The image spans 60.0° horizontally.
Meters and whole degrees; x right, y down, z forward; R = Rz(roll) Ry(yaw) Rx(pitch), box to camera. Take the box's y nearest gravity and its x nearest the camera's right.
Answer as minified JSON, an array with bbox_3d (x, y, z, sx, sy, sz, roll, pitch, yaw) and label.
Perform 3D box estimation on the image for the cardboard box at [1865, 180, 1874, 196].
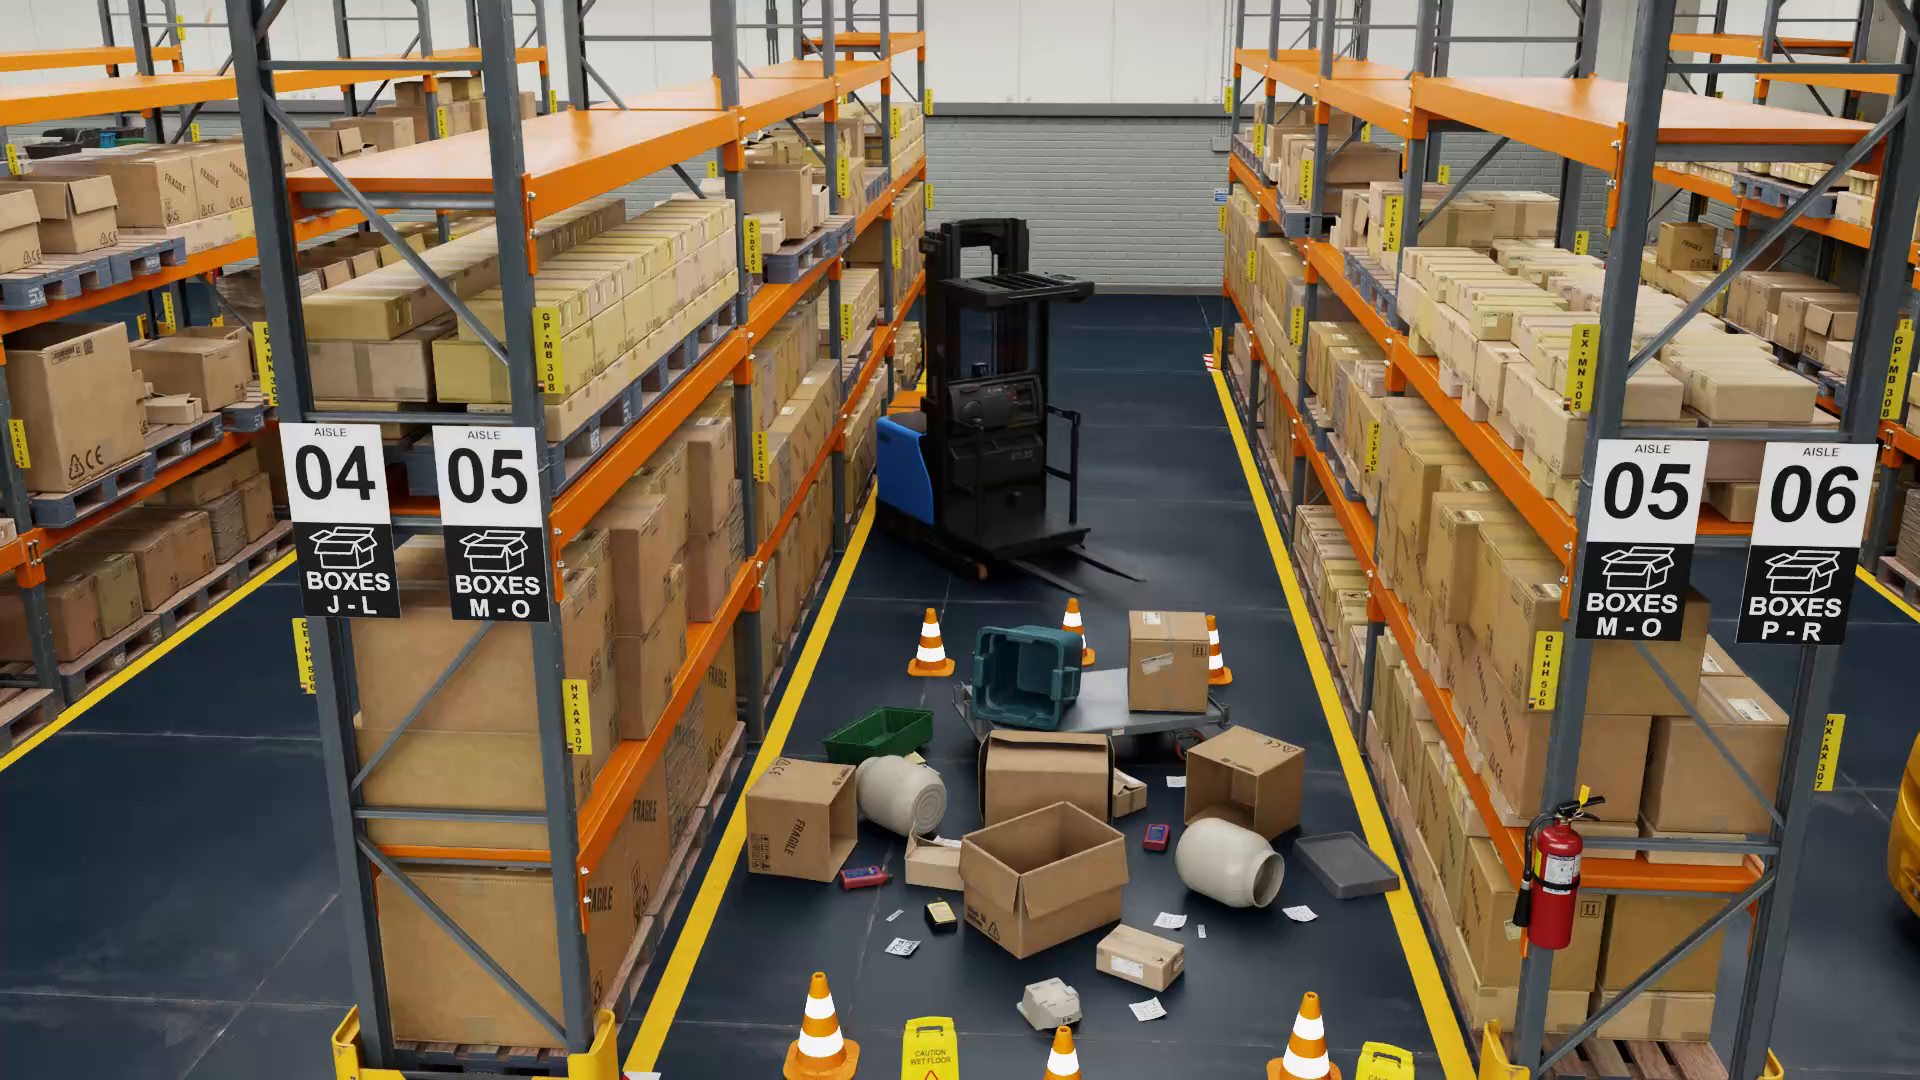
[{"bbox_3d":[8.277,-3.119,14.735,0.380,0.149,0.250,1,18,4],"label":"cardboard box"}]

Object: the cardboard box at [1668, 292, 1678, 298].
[{"bbox_3d":[8.554,-2.851,19.536,0.380,0.149,0.250,1,18,4],"label":"cardboard box"}]

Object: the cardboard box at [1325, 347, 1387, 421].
[{"bbox_3d":[3.092,-1.181,12.723,0.500,0.500,0.500,2,18,5],"label":"cardboard box"}]

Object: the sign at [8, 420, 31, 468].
[{"bbox_3d":[-6.213,-0.634,10.979,0.100,0.325,0.005,1,18,4],"label":"sign"}]

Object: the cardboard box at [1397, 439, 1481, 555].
[{"bbox_3d":[2.760,-0.230,8.891,0.700,0.500,0.500,1,18,3],"label":"cardboard box"}]

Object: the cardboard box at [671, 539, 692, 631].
[{"bbox_3d":[-2.002,0.289,9.309,0.875,0.550,0.550,1,18,4],"label":"cardboard box"}]

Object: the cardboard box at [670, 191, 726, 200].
[{"bbox_3d":[-1.872,-2.428,12.334,0.500,0.311,0.500,1,18,3],"label":"cardboard box"}]

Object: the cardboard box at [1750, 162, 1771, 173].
[{"bbox_3d":[8.183,-3.776,16.708,0.380,0.149,0.250,1,18,5],"label":"cardboard box"}]

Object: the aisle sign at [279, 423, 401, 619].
[{"bbox_3d":[-2.406,-0.068,6.467,0.394,0.787,0.004,1,18,4],"label":"aisle sign"}]

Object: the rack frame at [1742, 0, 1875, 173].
[{"bbox_3d":[8.654,-5.237,16.782,1.000,3.000,0.127,1,18,4],"label":"rack frame"}]

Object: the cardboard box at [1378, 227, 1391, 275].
[{"bbox_3d":[3.068,-1.907,11.002,0.500,0.250,0.500,2,18,5],"label":"cardboard box"}]

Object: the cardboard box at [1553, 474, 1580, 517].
[{"bbox_3d":[2.590,-0.192,6.606,0.380,0.149,0.250,1,18,4],"label":"cardboard box"}]

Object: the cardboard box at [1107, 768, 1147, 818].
[{"bbox_3d":[0.931,1.493,10.268,0.258,0.266,0.396,-13,22,-34],"label":"cardboard box"}]

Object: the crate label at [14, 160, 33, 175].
[{"bbox_3d":[-10.798,-4.274,19.081,0.293,0.136,0.466,1,18,4],"label":"crate label"}]

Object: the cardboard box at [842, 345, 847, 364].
[{"bbox_3d":[-1.256,-1.715,15.395,0.380,0.149,0.250,2,18,7],"label":"cardboard box"}]

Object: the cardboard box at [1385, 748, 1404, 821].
[{"bbox_3d":[2.791,1.439,9.783,0.500,0.250,0.500,2,18,7],"label":"cardboard box"}]

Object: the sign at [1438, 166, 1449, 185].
[{"bbox_3d":[3.958,-2.912,13.673,0.100,0.325,0.005,1,18,4],"label":"sign"}]

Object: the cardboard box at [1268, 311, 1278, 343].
[{"bbox_3d":[3.284,-2.056,16.146,0.500,0.250,0.500,1,18,2],"label":"cardboard box"}]

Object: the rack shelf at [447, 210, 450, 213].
[{"bbox_3d":[-6.038,-4.422,20.267,1.077,0.370,4.000,1,18,4],"label":"rack shelf"}]

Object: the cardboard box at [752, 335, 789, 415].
[{"bbox_3d":[-1.676,-1.241,12.454,0.700,0.500,0.500,1,18,3],"label":"cardboard box"}]

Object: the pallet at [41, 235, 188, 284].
[{"bbox_3d":[-6.533,-2.081,12.266,1.213,0.211,1.003,1,18,4],"label":"pallet"}]

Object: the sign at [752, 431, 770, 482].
[{"bbox_3d":[-1.261,-0.528,10.526,0.100,0.325,0.005,1,18,4],"label":"sign"}]

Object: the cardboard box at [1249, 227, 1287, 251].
[{"bbox_3d":[3.462,-3.172,18.346,0.500,0.500,0.500,1,18,3],"label":"cardboard box"}]

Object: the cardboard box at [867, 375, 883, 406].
[{"bbox_3d":[-1.093,-1.547,17.290,0.500,0.250,0.500,2,18,7],"label":"cardboard box"}]

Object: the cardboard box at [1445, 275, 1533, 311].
[{"bbox_3d":[2.751,-1.284,8.656,0.380,0.149,0.250,1,18,2],"label":"cardboard box"}]

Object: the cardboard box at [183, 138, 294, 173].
[{"bbox_3d":[-6.496,-3.340,14.969,0.797,0.503,0.637,2,18,7],"label":"cardboard box"}]

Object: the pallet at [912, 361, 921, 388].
[{"bbox_3d":[-1.054,-2.217,21.678,1.003,0.211,1.213,1,18,4],"label":"pallet"}]

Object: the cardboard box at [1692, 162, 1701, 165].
[{"bbox_3d":[8.514,-4.358,18.679,0.500,0.250,0.500,2,18,5],"label":"cardboard box"}]

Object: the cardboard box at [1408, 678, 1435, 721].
[{"bbox_3d":[2.698,0.889,9.215,0.380,0.149,0.250,2,18,7],"label":"cardboard box"}]

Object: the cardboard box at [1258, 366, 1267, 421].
[{"bbox_3d":[3.855,-1.671,18.972,0.875,0.438,0.875,1,18,3],"label":"cardboard box"}]

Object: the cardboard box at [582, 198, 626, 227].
[{"bbox_3d":[-2.180,-1.917,9.755,0.380,0.149,0.250,1,18,4],"label":"cardboard box"}]

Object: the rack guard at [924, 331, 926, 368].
[{"bbox_3d":[-0.960,-2.606,22.401,1.175,0.500,0.348,1,18,4],"label":"rack guard"}]

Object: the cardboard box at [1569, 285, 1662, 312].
[{"bbox_3d":[3.299,-1.189,8.366,0.380,0.149,0.250,1,18,5],"label":"cardboard box"}]

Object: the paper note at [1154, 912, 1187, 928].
[{"bbox_3d":[1.136,2.049,8.967,0.148,0.019,0.142,8,20,23],"label":"paper note"}]

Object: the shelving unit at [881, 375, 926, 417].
[{"bbox_3d":[-0.413,-0.950,16.338,0.538,1.125,1.048,2,18,9],"label":"shelving unit"}]

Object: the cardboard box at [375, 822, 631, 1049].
[{"bbox_3d":[-2.119,1.750,7.831,0.875,0.875,0.875,1,18,4],"label":"cardboard box"}]

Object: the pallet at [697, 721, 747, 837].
[{"bbox_3d":[-1.947,1.469,10.428,1.003,0.211,1.213,1,18,4],"label":"pallet"}]

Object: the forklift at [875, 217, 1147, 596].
[{"bbox_3d":[0.429,-1.196,14.191,1.130,2.935,3.031,-11,21,-31],"label":"forklift"}]

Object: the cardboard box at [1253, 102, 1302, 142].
[{"bbox_3d":[3.696,-4.836,19.378,0.500,0.500,0.500,2,18,5],"label":"cardboard box"}]

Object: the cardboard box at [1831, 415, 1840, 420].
[{"bbox_3d":[8.342,-1.110,16.117,0.380,0.149,0.250,1,18,4],"label":"cardboard box"}]

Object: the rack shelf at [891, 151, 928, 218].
[{"bbox_3d":[-1.098,-4.280,19.833,1.077,0.370,4.000,1,18,4],"label":"rack shelf"}]

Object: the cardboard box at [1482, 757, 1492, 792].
[{"bbox_3d":[2.604,1.069,7.574,0.380,0.149,0.250,1,18,3],"label":"cardboard box"}]

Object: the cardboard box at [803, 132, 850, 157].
[{"bbox_3d":[-1.208,-3.529,14.997,0.396,0.266,0.258,1,18,4],"label":"cardboard box"}]

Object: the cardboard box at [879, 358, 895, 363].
[{"bbox_3d":[-0.966,-2.051,19.639,0.380,0.149,0.250,1,18,2],"label":"cardboard box"}]

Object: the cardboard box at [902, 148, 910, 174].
[{"bbox_3d":[-0.861,-4.384,19.237,0.500,0.250,0.500,2,18,6],"label":"cardboard box"}]

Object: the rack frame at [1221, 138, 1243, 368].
[{"bbox_3d":[3.990,-3.739,21.842,1.000,3.000,0.127,1,18,4],"label":"rack frame"}]

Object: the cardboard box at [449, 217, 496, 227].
[{"bbox_3d":[-5.816,-3.601,19.982,0.500,0.500,0.500,1,18,2],"label":"cardboard box"}]

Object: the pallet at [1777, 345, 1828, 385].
[{"bbox_3d":[8.502,-1.657,15.798,1.003,0.211,1.213,1,18,4],"label":"pallet"}]

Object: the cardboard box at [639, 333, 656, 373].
[{"bbox_3d":[-1.667,-0.893,7.908,0.380,0.149,0.250,1,18,4],"label":"cardboard box"}]

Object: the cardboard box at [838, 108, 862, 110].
[{"bbox_3d":[-1.378,-5.104,19.990,0.380,0.149,0.250,2,18,6],"label":"cardboard box"}]

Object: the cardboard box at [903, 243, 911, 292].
[{"bbox_3d":[-0.854,-3.222,19.627,0.500,0.500,0.500,1,18,3],"label":"cardboard box"}]

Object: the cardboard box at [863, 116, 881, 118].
[{"bbox_3d":[-0.901,-4.684,18.708,0.380,0.149,0.250,1,18,2],"label":"cardboard box"}]

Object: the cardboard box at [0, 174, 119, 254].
[{"bbox_3d":[-6.556,-2.343,11.926,0.797,0.503,0.637,2,18,6],"label":"cardboard box"}]

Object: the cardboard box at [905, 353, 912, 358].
[{"bbox_3d":[-0.804,-2.232,20.670,0.380,0.149,0.250,2,18,7],"label":"cardboard box"}]

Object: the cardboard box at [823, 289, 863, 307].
[{"bbox_3d":[-1.170,-2.404,16.544,0.380,0.149,0.250,0,18,1],"label":"cardboard box"}]

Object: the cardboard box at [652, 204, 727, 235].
[{"bbox_3d":[-1.541,-1.823,9.468,0.380,0.149,0.250,1,18,4],"label":"cardboard box"}]

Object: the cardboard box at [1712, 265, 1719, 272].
[{"bbox_3d":[9.057,-3.074,19.577,0.500,0.250,0.500,1,18,4],"label":"cardboard box"}]
